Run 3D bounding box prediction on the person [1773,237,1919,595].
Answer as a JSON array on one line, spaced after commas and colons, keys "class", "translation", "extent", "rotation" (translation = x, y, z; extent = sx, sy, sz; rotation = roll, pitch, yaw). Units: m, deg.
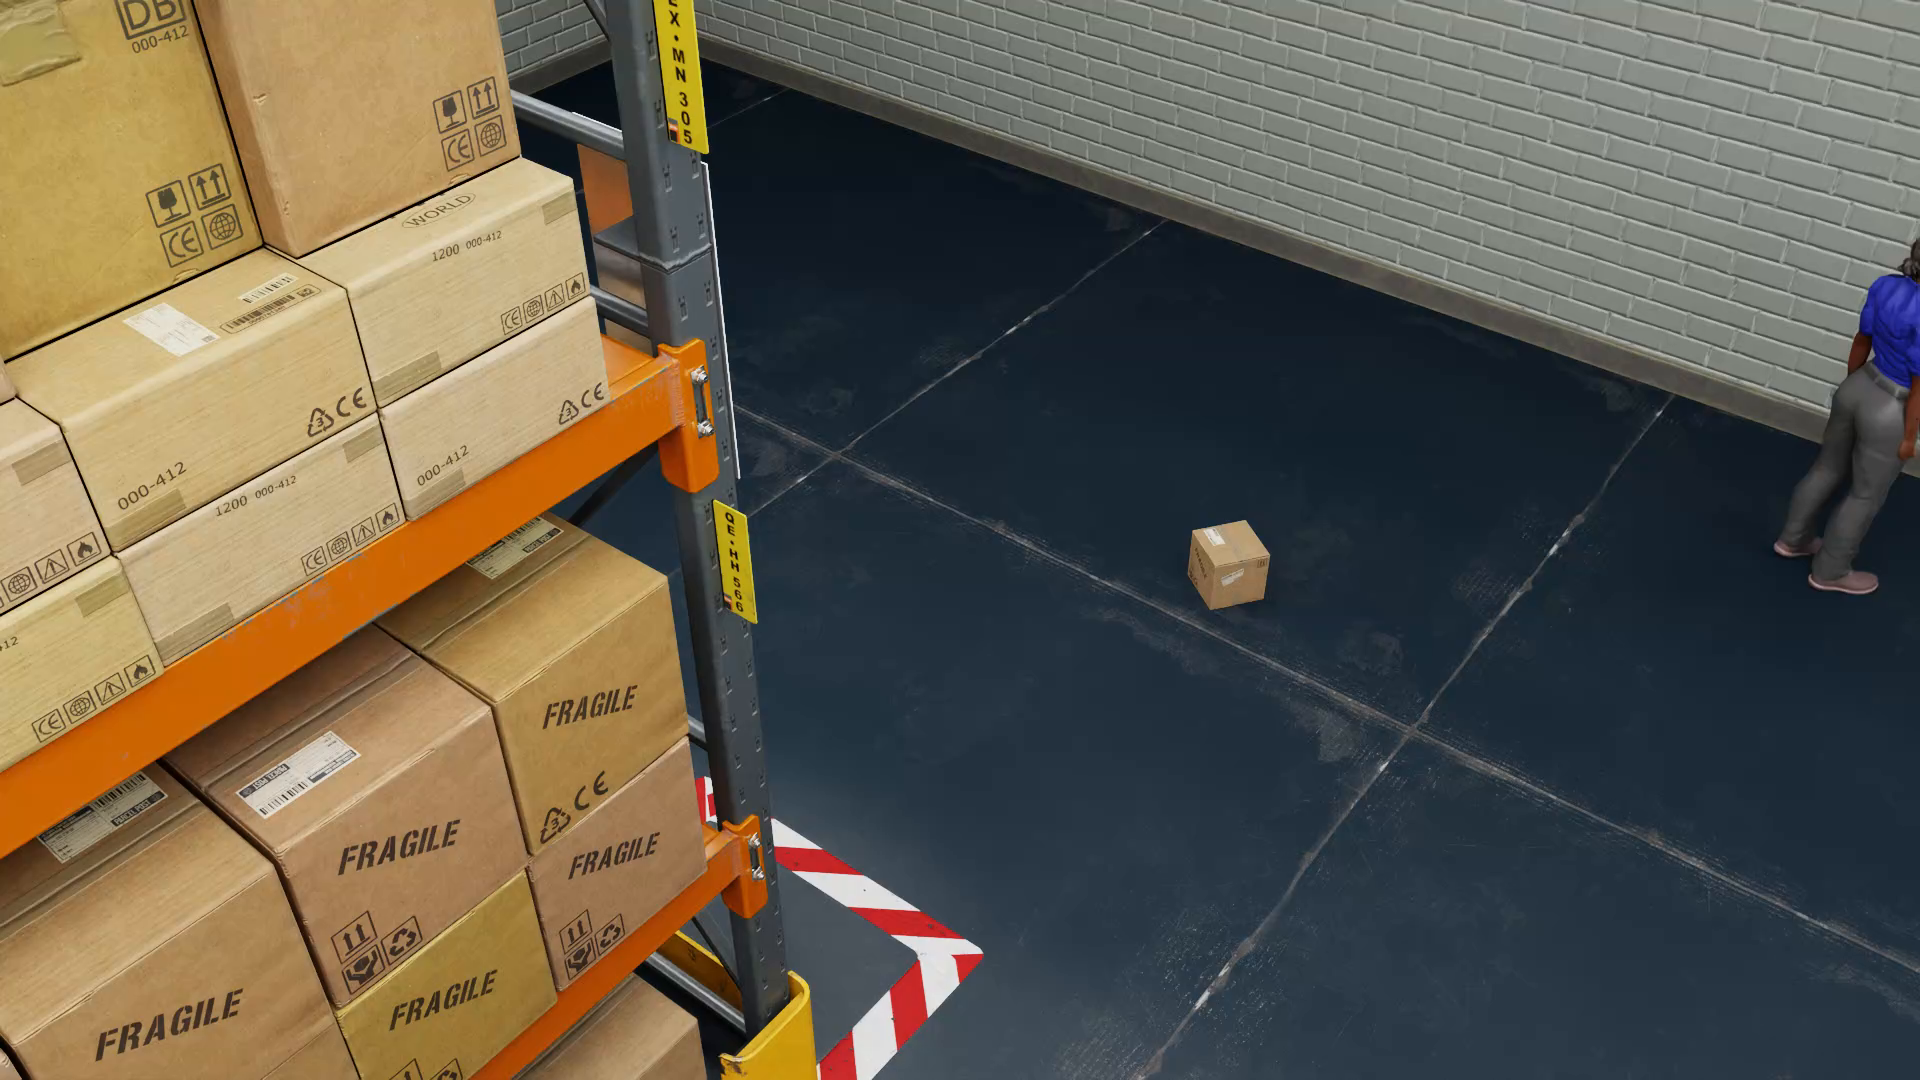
[{"class": "person", "translation": [3.780, -0.518, 6.813], "extent": [0.341, 1.683, 0.433], "rotation": [-6, 40, -8]}]
